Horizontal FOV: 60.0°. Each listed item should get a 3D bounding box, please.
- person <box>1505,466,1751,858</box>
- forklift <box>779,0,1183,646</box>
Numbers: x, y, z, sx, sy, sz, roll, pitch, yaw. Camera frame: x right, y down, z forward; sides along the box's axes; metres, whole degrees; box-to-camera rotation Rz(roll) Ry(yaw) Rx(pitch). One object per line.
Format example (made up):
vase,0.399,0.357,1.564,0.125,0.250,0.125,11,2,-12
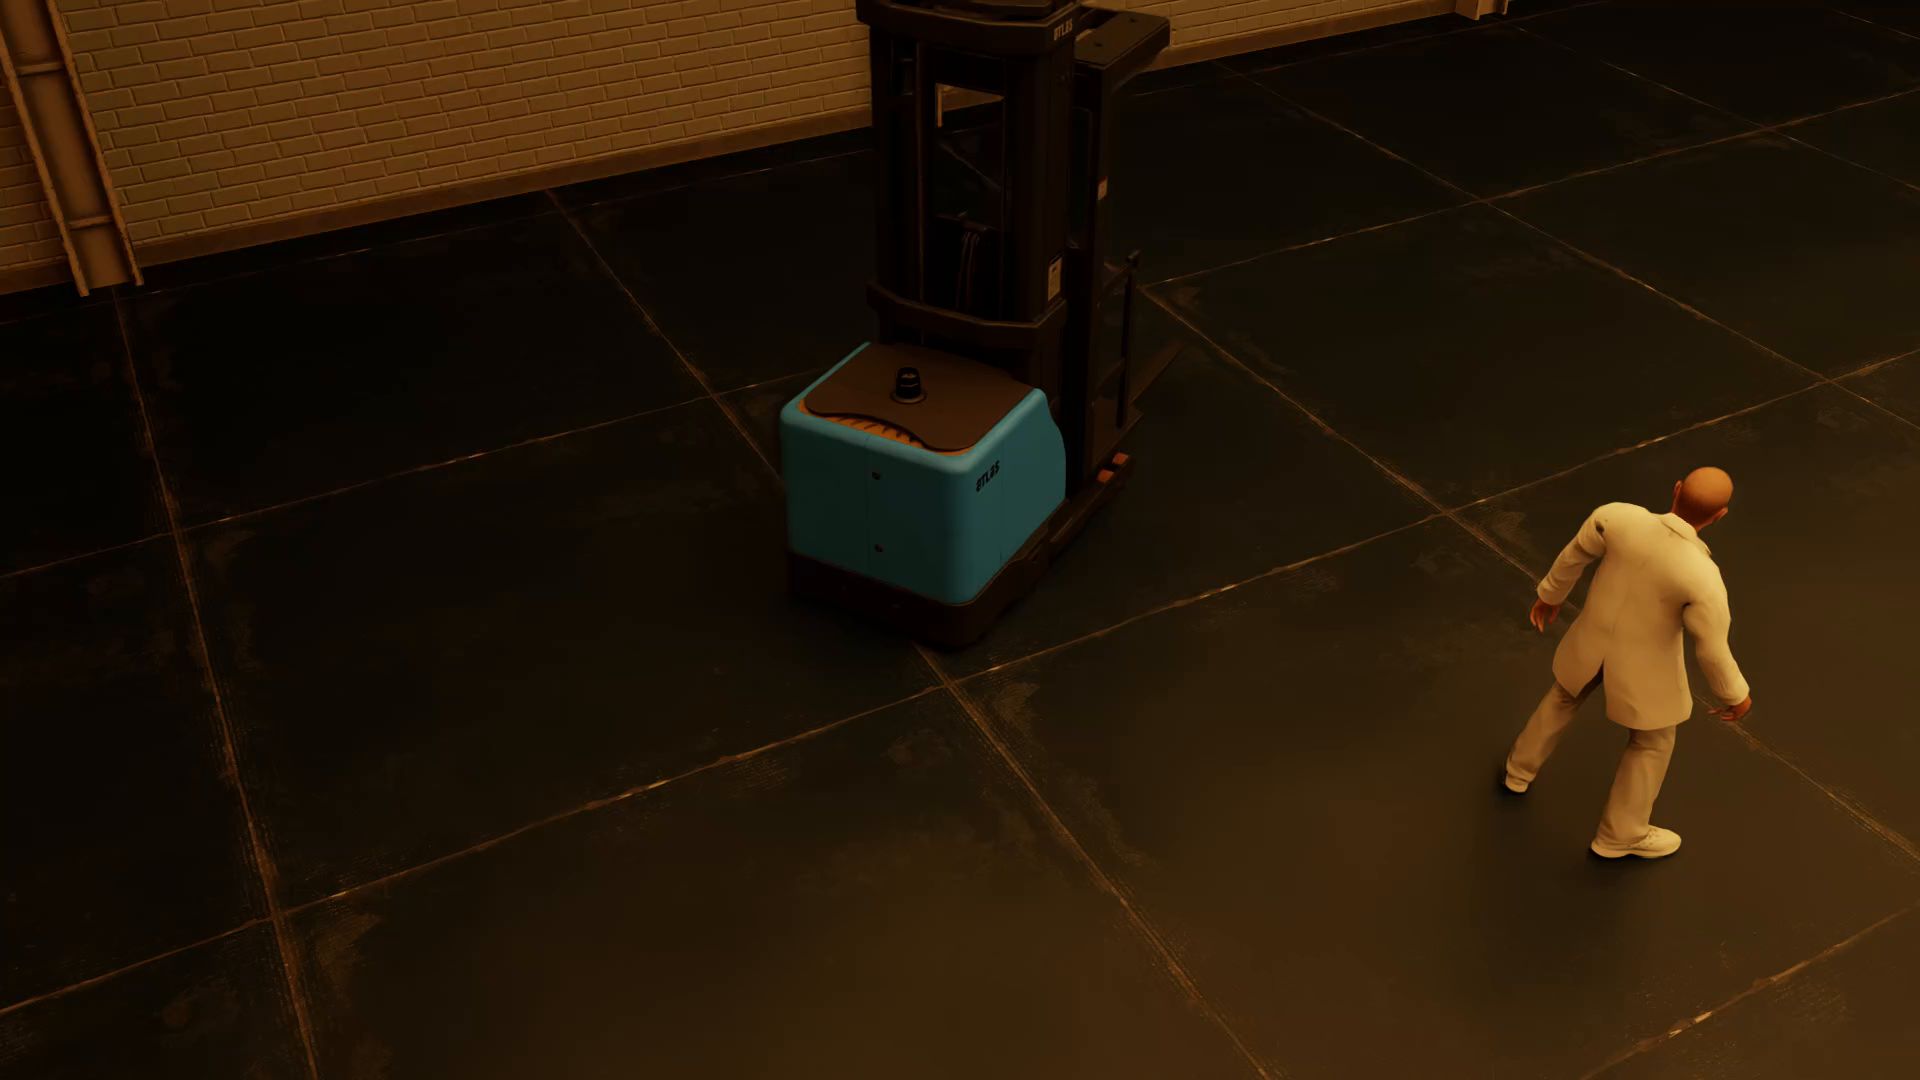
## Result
person,2.646,0.439,6.534,0.370,1.747,0.891,-22,41,-28
forklift,0.306,-1.526,8.282,1.130,2.935,3.031,18,39,23
